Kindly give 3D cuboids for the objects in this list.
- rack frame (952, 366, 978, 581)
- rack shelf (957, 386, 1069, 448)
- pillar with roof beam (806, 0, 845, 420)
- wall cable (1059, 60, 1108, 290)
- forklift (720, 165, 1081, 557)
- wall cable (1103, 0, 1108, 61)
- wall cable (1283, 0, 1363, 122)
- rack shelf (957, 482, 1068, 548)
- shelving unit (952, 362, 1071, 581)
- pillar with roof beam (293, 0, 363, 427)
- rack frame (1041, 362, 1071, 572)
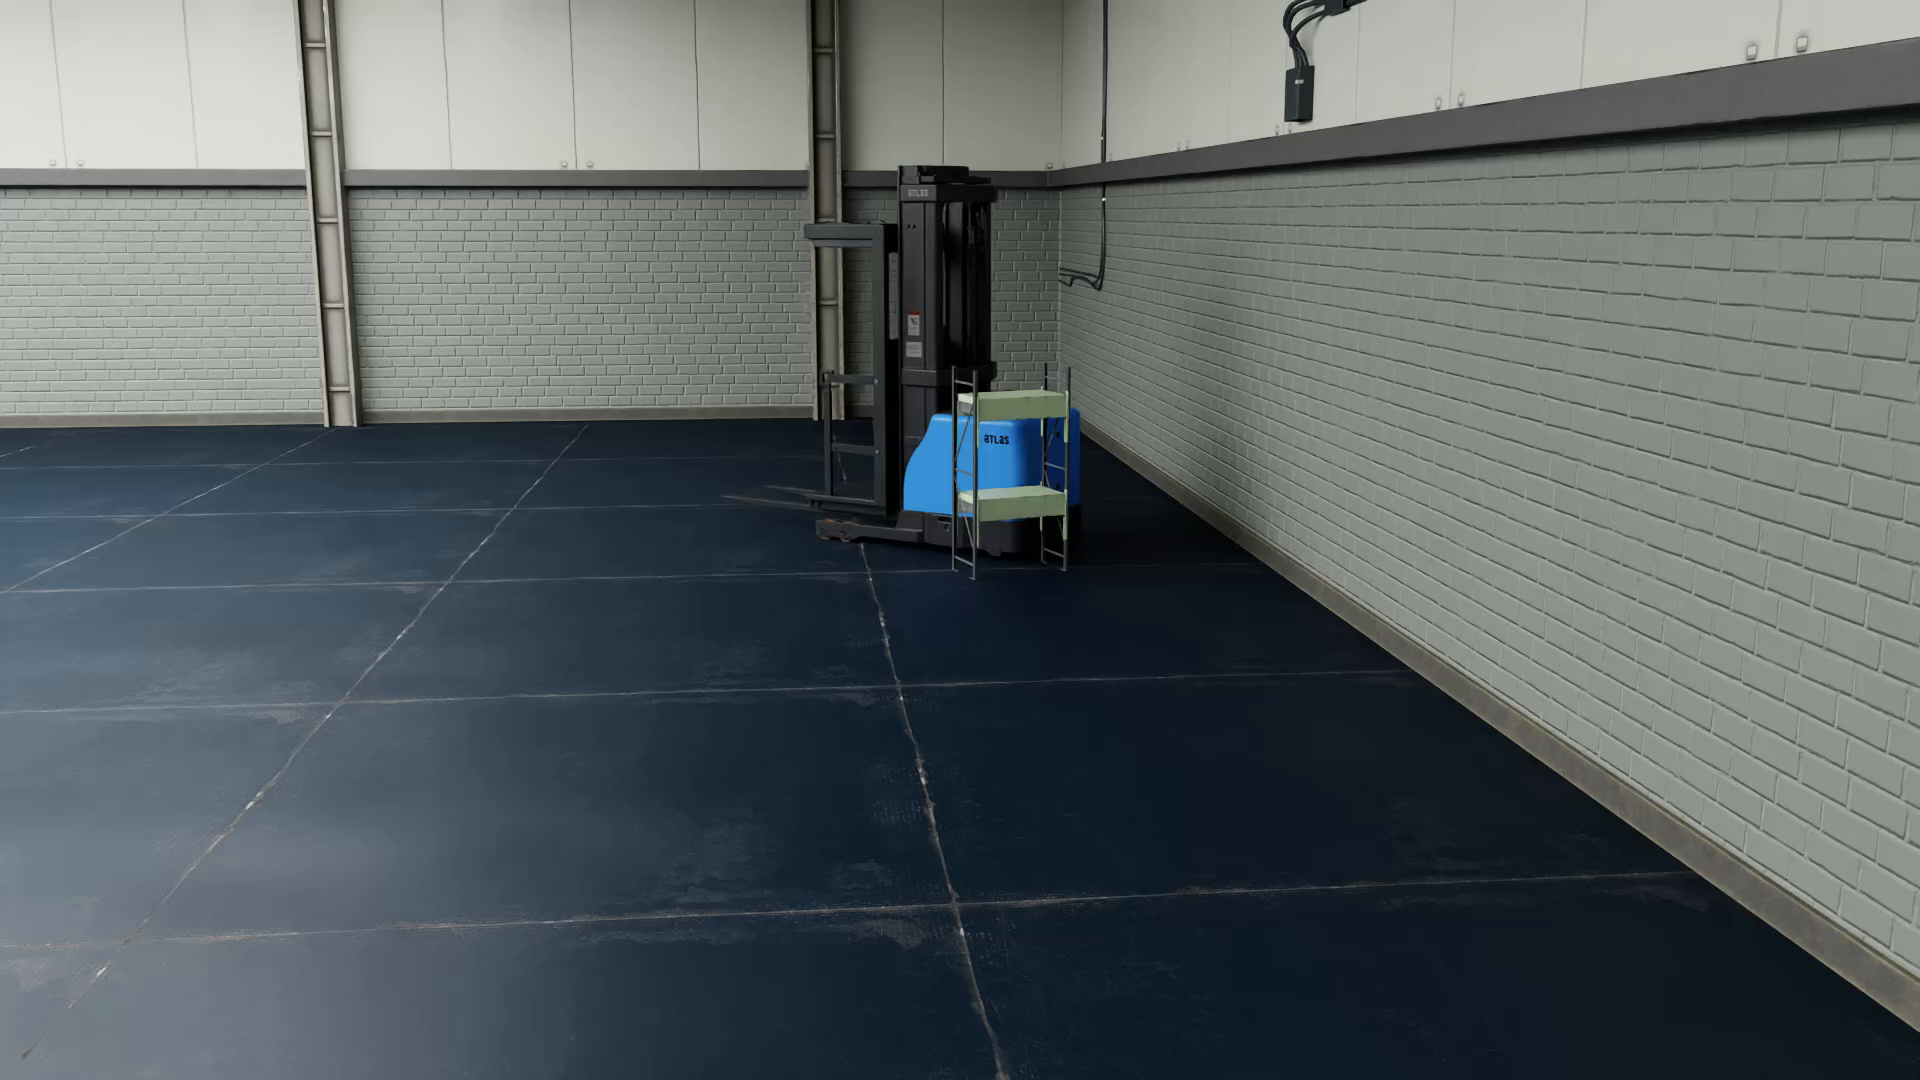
[{"bbox_3d":[0.034,-0.481,11.929,0.023,1.500,0.400,-5,12,-24],"label":"rack frame"},{"bbox_3d":[0.368,-0.893,12.000,0.720,0.370,0.431,-5,12,-24],"label":"rack shelf"},{"bbox_3d":[-1.211,-5.142,16.196,0.400,9.000,9.100,-1,11,-6],"label":"pillar with roof beam"},{"bbox_3d":[1.396,-4.252,19.717,0.112,2.526,3.097,-1,11,-6],"label":"wall cable"},{"bbox_3d":[-0.568,-1.499,13.393,3.031,2.935,1.130,7,13,30],"label":"forklift"},{"bbox_3d":[1.688,-6.211,16.591,0.112,2.526,3.097,-1,11,-6],"label":"wall cable"},{"bbox_3d":[2.406,-5.623,9.827,0.169,6.003,2.305,-1,11,-6],"label":"wall cable"},{"bbox_3d":[0.368,-0.190,12.138,0.720,0.370,0.431,-5,12,-24],"label":"rack shelf"},{"bbox_3d":[0.368,-0.510,12.075,0.755,1.500,0.431,-5,12,-24],"label":"shelving unit"},{"bbox_3d":[-7.175,-5.017,15.560,0.400,9.000,9.100,-1,11,-6],"label":"pillar with roof beam"},{"bbox_3d":[0.702,-0.539,12.222,0.023,1.500,0.400,-5,12,-24],"label":"rack frame"}]
